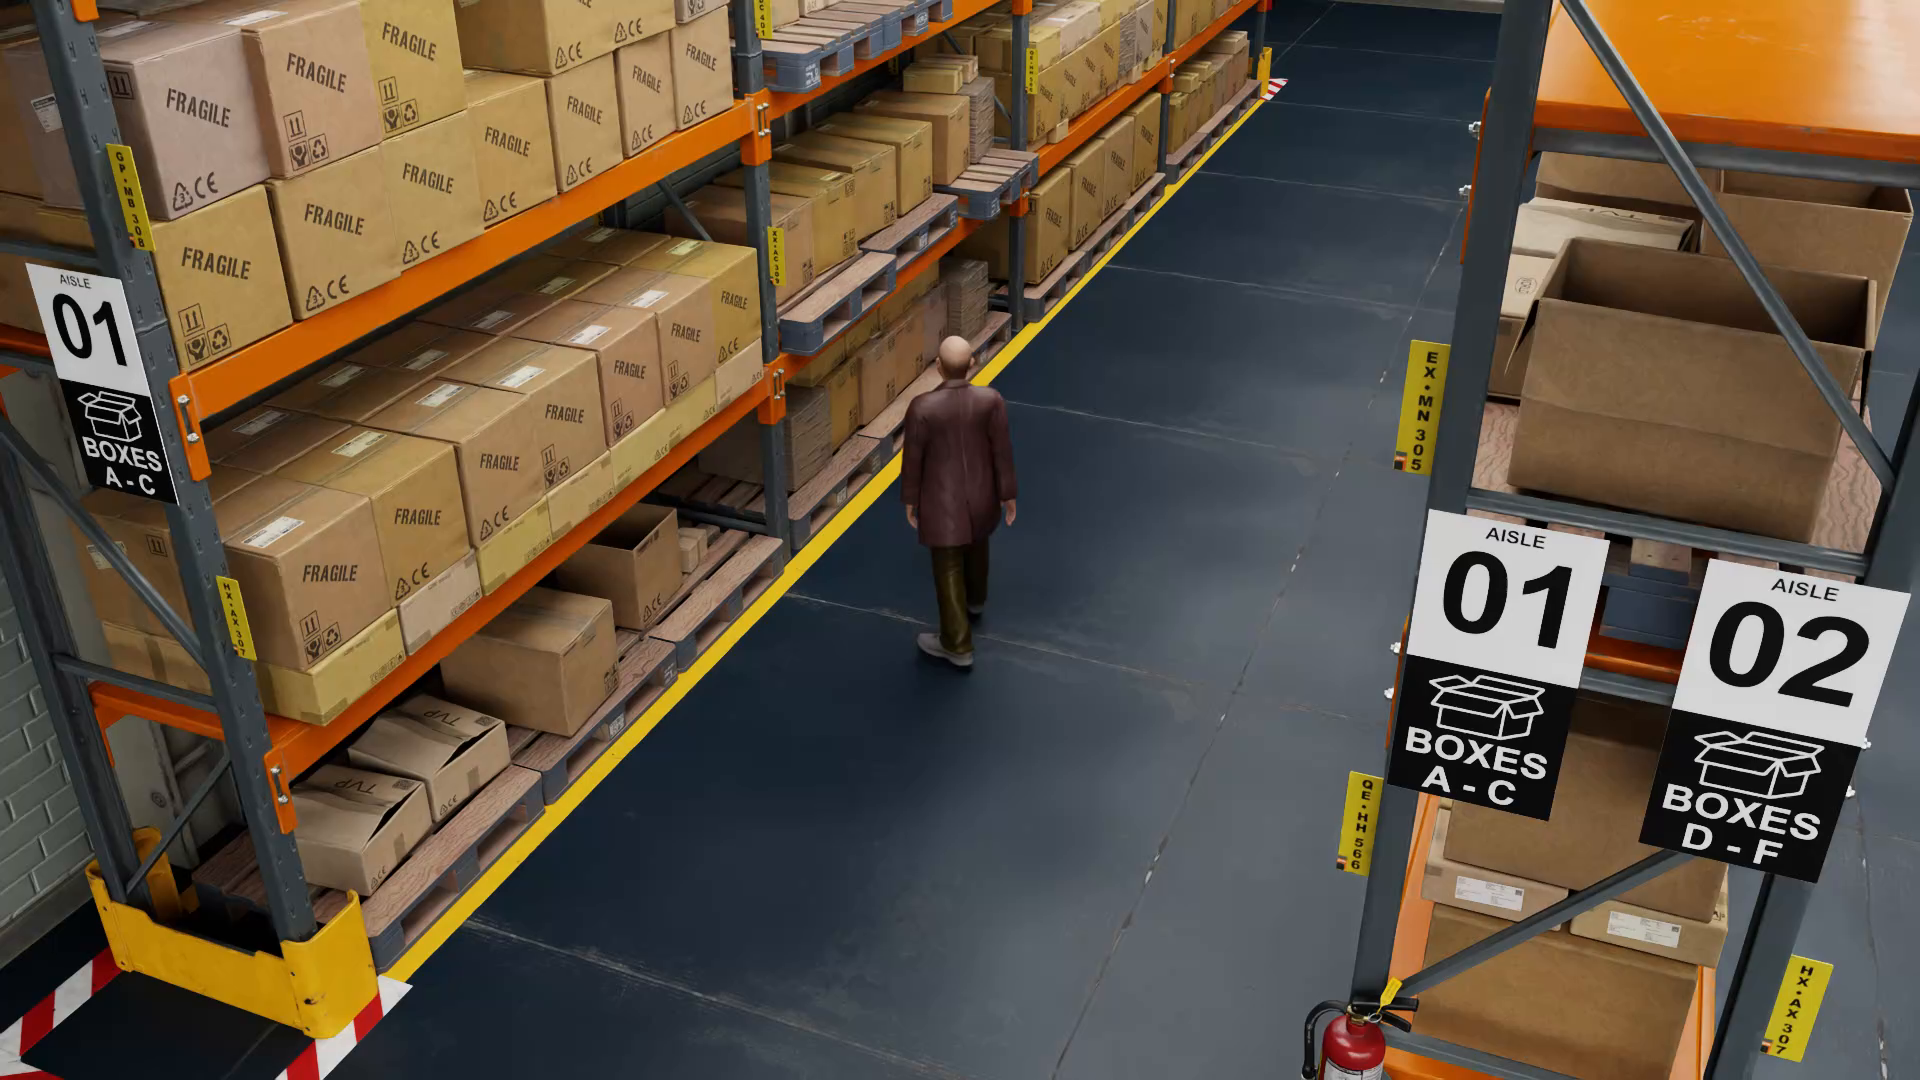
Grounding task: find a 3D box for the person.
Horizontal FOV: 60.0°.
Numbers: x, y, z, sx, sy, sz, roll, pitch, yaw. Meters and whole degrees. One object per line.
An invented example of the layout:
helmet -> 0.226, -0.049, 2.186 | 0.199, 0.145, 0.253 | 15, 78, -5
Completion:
person -> -0.041, -0.281, 8.894 | 0.616, 1.754, 0.857 | -9, 30, -15
